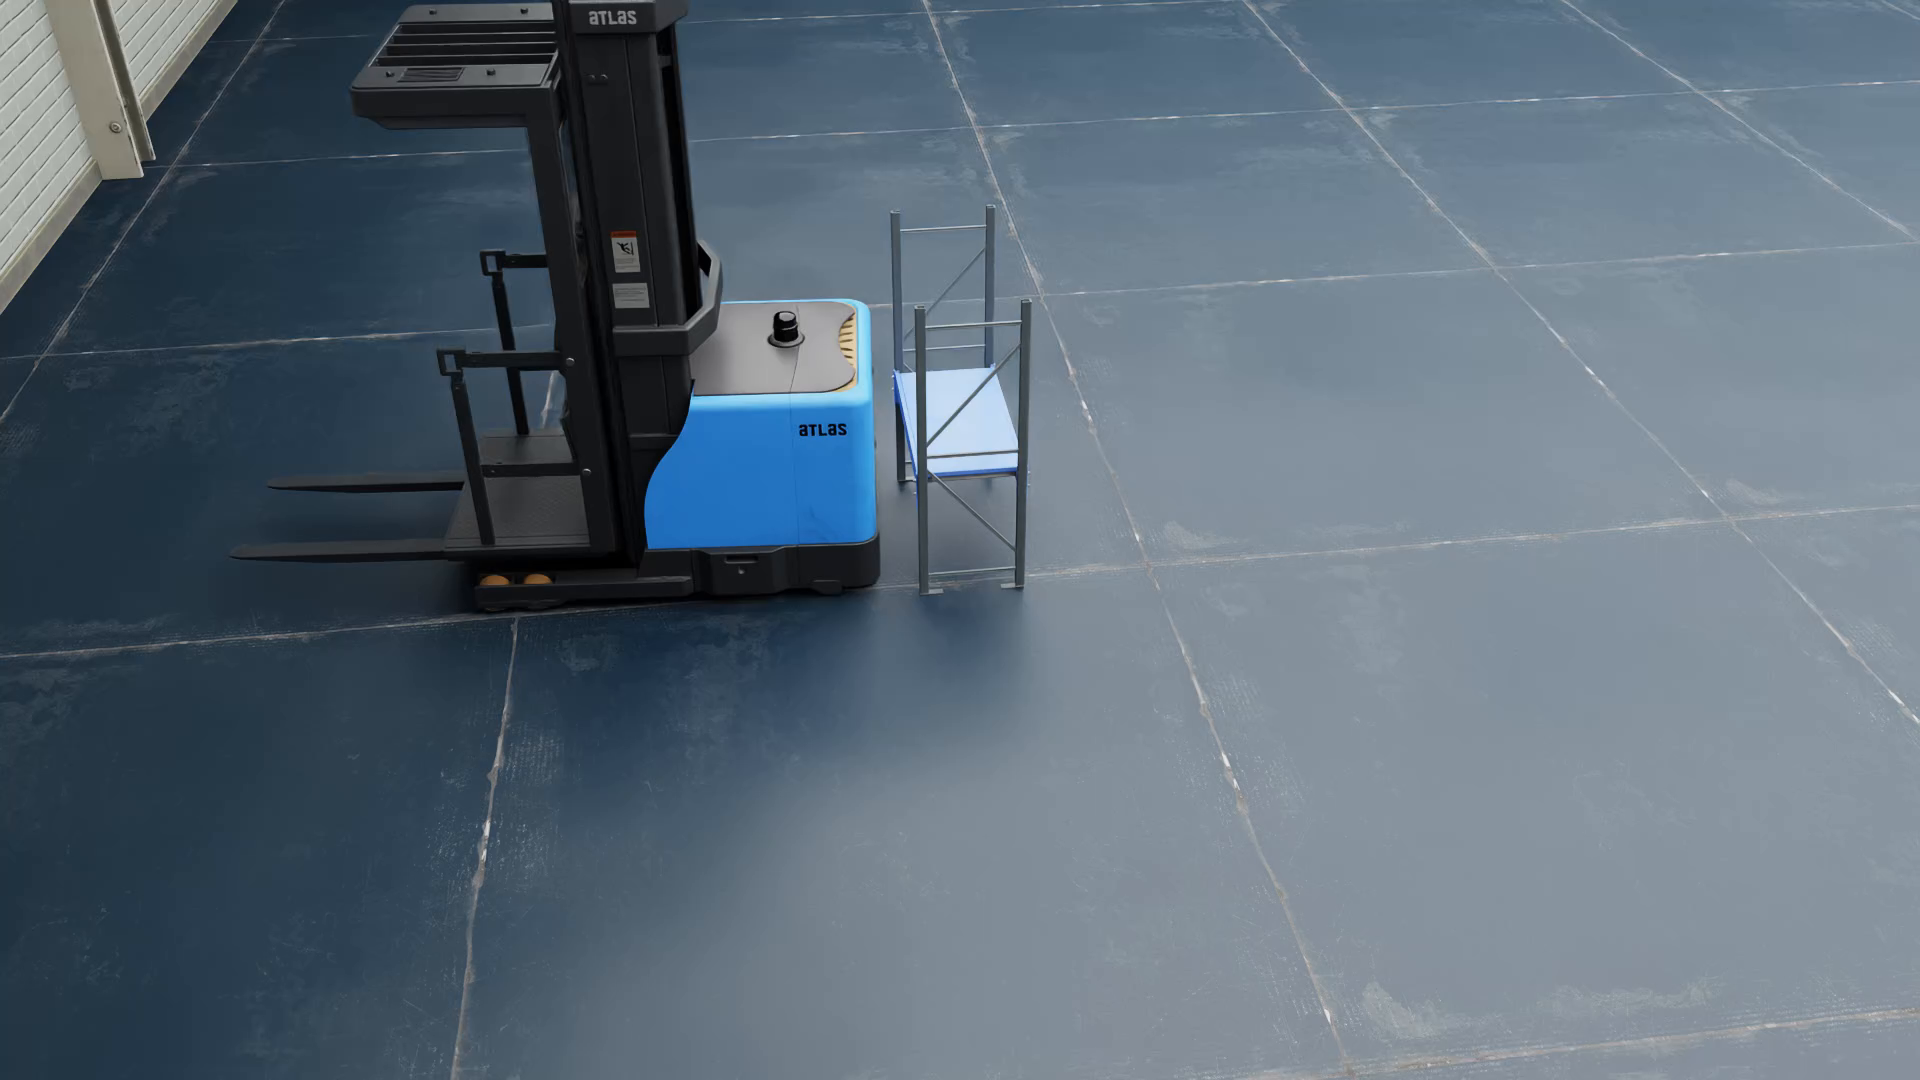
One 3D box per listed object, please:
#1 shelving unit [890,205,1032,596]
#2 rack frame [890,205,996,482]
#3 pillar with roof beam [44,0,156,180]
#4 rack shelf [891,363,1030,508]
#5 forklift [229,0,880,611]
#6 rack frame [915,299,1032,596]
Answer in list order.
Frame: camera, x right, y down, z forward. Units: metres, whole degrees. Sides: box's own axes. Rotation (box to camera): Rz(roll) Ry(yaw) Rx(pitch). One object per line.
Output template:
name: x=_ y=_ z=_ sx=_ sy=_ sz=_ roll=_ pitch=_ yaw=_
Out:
shelving unit: x=-0.011 y=-0.667 z=7.897 sx=0.538 sy=1.500 sz=1.048 roll=-4 pitch=35 yaw=-6
rack frame: x=-0.080 y=-0.951 z=8.314 sx=0.500 sy=1.500 sz=0.032 roll=-4 pitch=35 yaw=-6
pillar with roof beam: x=-1.882 y=-6.788 z=10.219 sx=9.100 sy=9.000 sz=0.400 roll=-4 pitch=35 yaw=-6
rack shelf: x=-0.011 y=-0.519 z=7.999 sx=0.538 sy=0.185 sz=1.000 roll=-4 pitch=35 yaw=-6
forklift: x=-1.914 y=-1.186 z=7.387 sx=3.031 sy=2.935 sz=1.130 roll=-2 pitch=34 yaw=-3
rack frame: x=0.057 y=-0.384 z=7.481 sx=0.500 sy=1.500 sz=0.032 roll=-4 pitch=35 yaw=-6
